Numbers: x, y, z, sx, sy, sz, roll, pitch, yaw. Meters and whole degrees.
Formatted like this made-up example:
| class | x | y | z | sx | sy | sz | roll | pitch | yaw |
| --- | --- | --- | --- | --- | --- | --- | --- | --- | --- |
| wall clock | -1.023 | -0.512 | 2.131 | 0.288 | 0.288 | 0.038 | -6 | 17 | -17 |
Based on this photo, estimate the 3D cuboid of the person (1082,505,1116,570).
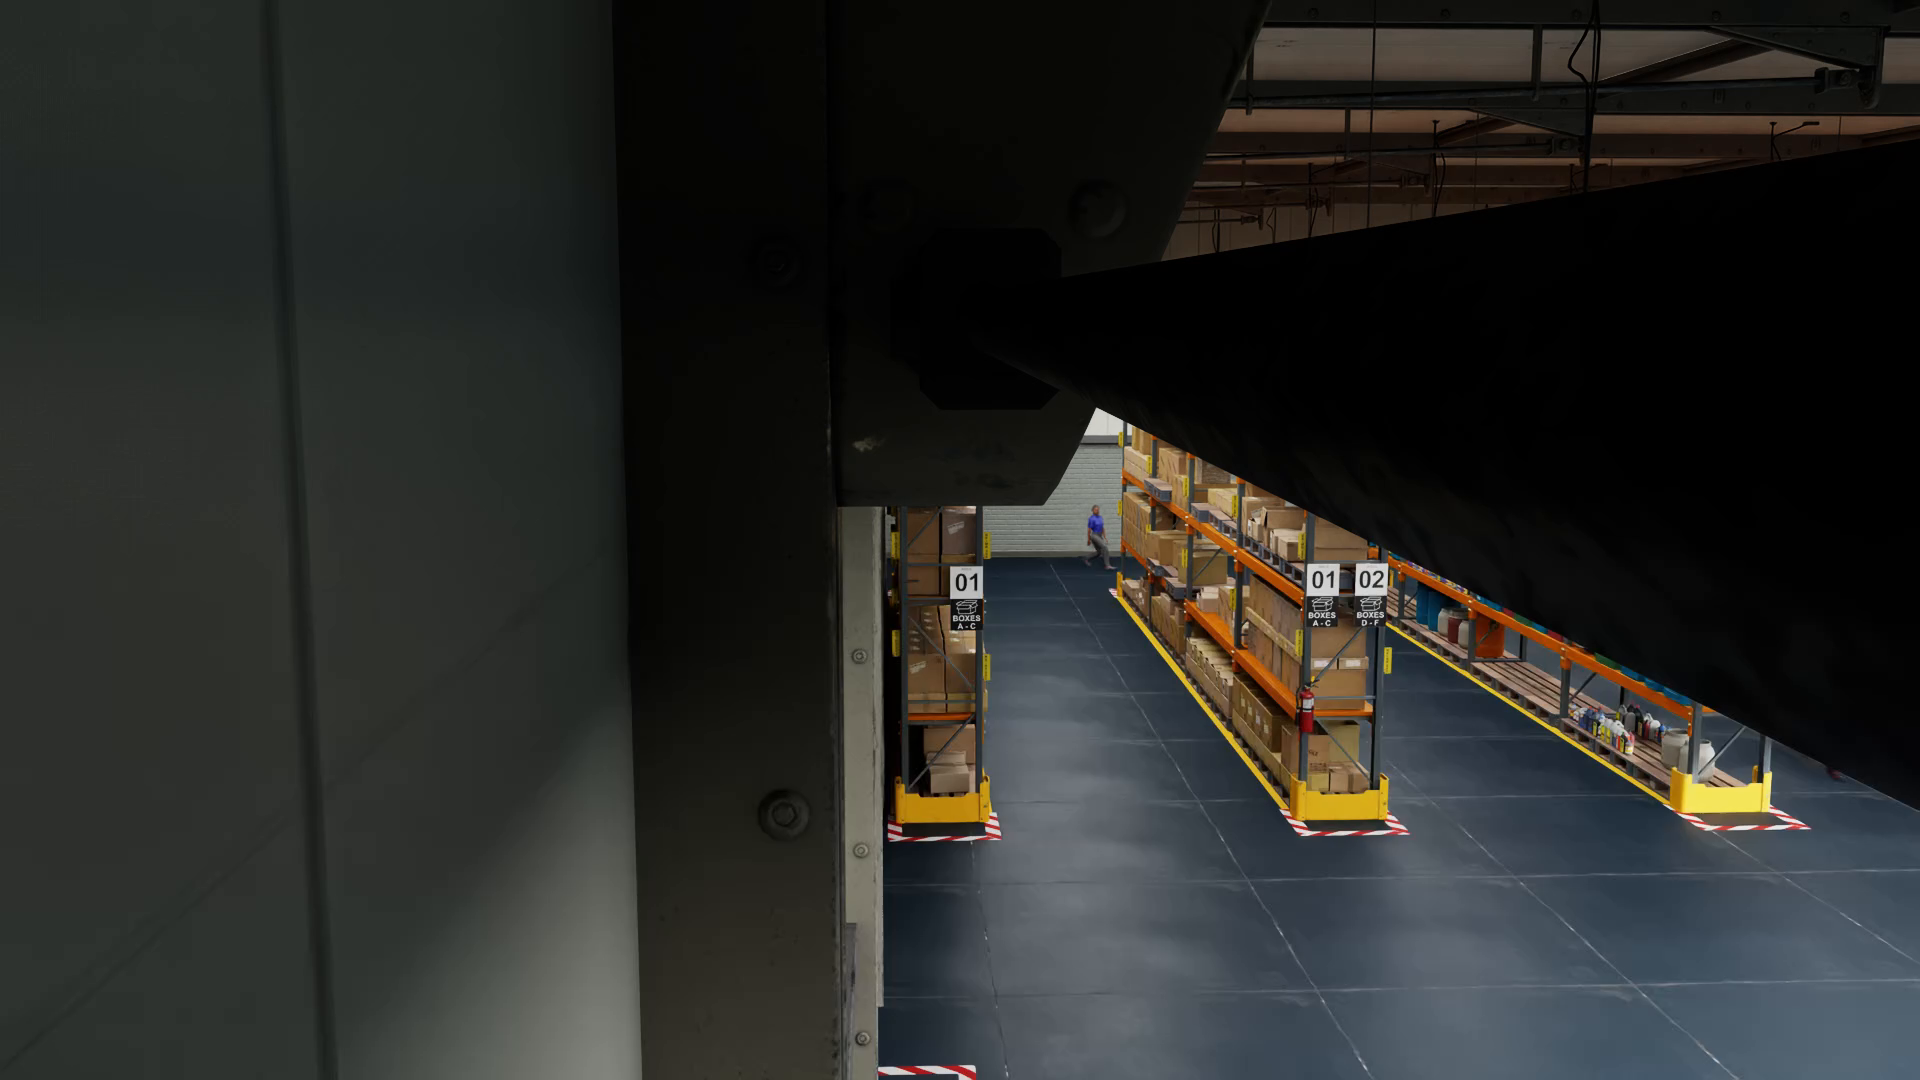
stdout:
| class | x | y | z | sx | sy | sz | roll | pitch | yaw |
| --- | --- | --- | --- | --- | --- | --- | --- | --- | --- |
| person | 3.332 | -0.081 | 40.144 | 0.955 | 1.539 | 0.416 | 5 | 10 | 33 |

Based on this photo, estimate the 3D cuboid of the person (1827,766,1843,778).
| class | x | y | z | sx | sy | sz | roll | pitch | yaw |
| --- | --- | --- | --- | --- | --- | --- | --- | --- | --- |
| person | 11.903 | 2.360 | 22.557 | 0.501 | 1.596 | 0.949 | 1 | 8 | 8 |

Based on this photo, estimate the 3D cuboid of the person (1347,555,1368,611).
| class | x | y | z | sx | sy | sz | roll | pitch | yaw |
| --- | --- | --- | --- | --- | --- | --- | --- | --- | --- |
| person | 7.782 | 0.815 | 33.077 | 0.624 | 1.776 | 0.961 | 4 | 9 | 26 |
